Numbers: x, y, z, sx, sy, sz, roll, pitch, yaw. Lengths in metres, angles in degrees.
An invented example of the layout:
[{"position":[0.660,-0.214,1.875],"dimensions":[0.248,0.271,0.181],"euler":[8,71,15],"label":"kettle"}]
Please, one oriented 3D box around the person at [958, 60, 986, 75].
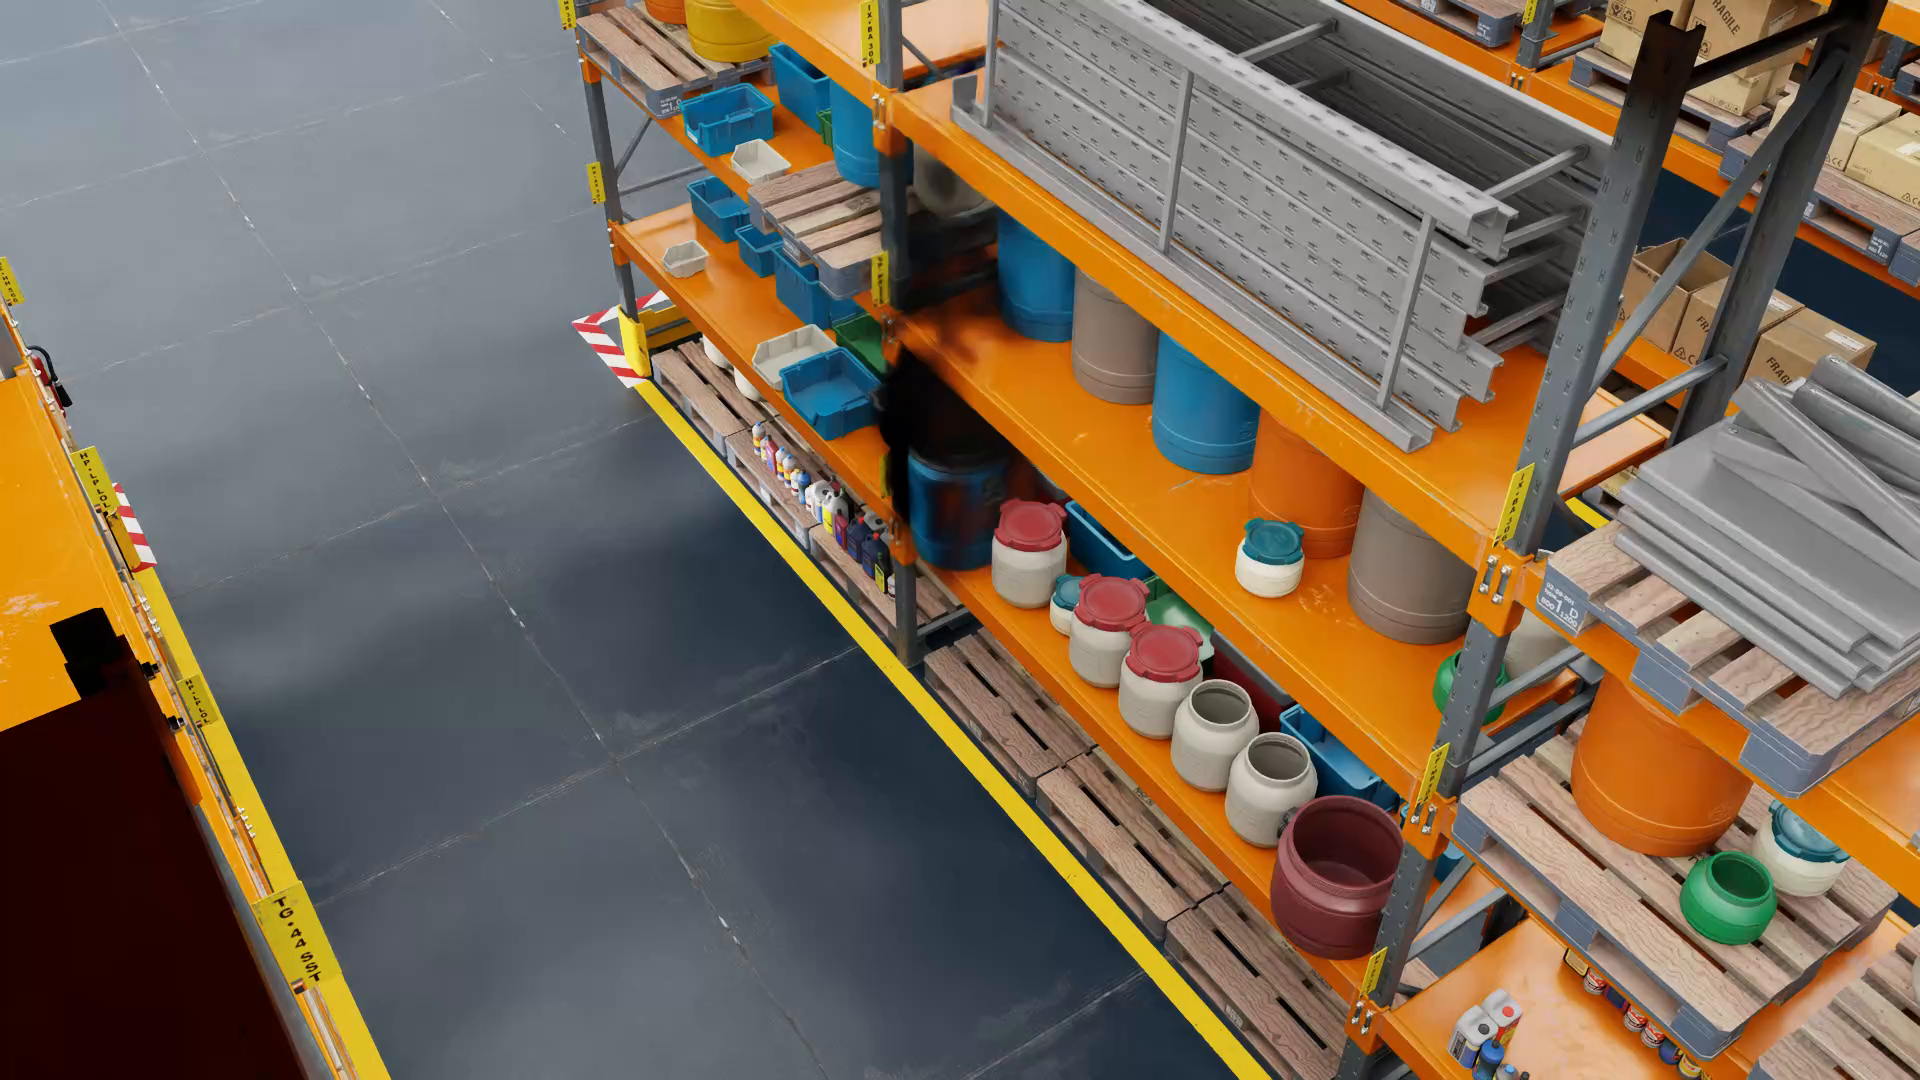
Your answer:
[{"position":[0.297,-4.877,15.864],"dimensions":[0.767,1.699,0.614],"euler":[-8,43,-8],"label":"person"}]
